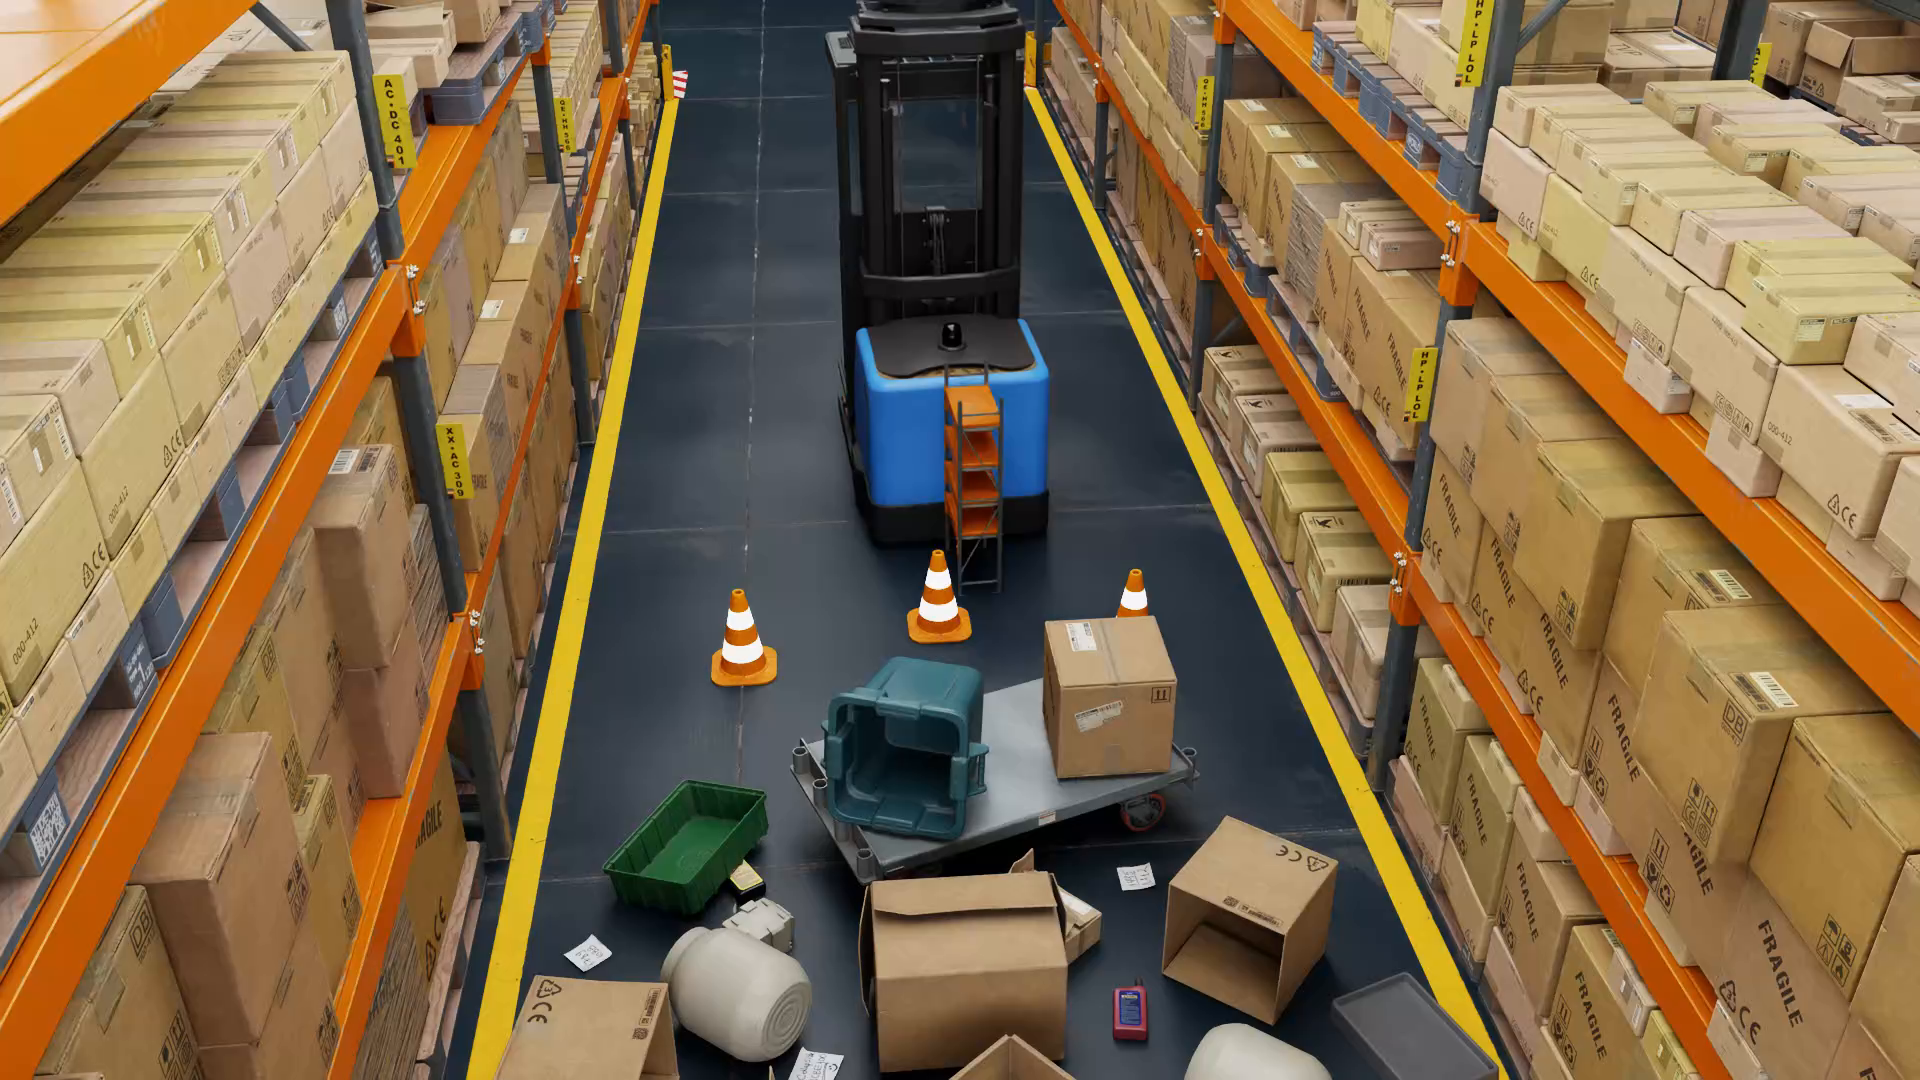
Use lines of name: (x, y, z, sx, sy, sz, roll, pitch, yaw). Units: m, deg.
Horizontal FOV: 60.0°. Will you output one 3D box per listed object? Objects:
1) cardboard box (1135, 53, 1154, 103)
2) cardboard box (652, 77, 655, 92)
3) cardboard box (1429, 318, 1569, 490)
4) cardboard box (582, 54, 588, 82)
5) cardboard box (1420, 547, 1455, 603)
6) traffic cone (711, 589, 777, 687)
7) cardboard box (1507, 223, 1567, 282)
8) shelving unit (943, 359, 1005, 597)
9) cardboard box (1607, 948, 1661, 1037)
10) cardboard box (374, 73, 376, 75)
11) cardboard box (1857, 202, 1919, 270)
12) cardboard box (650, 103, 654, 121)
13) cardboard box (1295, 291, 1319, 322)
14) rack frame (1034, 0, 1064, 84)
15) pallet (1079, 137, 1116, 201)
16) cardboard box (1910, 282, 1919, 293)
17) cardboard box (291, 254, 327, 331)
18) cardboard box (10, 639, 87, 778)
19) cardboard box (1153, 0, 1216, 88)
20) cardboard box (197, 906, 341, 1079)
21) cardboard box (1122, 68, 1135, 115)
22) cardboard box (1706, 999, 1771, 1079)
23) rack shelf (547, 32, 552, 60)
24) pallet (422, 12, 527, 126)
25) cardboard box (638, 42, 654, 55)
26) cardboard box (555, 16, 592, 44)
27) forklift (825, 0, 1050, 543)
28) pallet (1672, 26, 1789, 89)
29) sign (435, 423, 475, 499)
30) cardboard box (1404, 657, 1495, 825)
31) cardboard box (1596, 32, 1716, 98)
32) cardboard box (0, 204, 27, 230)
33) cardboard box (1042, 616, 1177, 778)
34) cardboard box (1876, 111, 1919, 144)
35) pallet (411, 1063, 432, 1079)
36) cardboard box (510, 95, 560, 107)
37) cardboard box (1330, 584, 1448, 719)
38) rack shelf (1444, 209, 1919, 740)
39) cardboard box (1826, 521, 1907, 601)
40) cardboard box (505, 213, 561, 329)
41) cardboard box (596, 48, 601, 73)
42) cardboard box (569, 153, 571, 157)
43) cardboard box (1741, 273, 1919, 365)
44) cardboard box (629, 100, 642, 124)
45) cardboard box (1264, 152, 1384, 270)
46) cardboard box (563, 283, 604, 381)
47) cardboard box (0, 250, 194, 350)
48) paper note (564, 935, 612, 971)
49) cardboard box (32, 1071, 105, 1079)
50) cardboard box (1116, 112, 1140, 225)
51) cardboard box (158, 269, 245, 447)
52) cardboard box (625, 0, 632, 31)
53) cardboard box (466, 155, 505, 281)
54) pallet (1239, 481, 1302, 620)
cardboard box: (1.580, -3.373, 12.131, 0.500, 0.250, 0.500, -4, 31, -6)
cardboard box: (-3.236, -4.559, 16.539, 0.380, 0.149, 0.250, -4, 31, -7)
cardboard box: (2.245, -0.523, 6.338, 0.700, 0.500, 0.500, -3, 31, -5)
cardboard box: (-2.914, -3.427, 12.108, 0.380, 0.149, 0.250, -4, 31, -7)
cardboard box: (2.130, 0.126, 6.860, 0.380, 0.149, 0.250, -3, 31, -5)
traffic cone: (-1.121, 0.462, 8.525, 0.336, 0.463, 0.334, -3, 31, -5)
cardboard box: (2.171, -1.031, 5.871, 0.380, 0.149, 0.250, -3, 31, -5)
shelving unit: (0.072, -0.334, 9.140, 0.258, 1.200, 0.503, -4, 31, -7)
cardboard box: (2.315, 1.440, 5.323, 0.380, 0.149, 0.250, -1, 31, -2)
cardboard box: (-2.307, -1.643, 6.275, 0.258, 0.266, 0.396, -3, 31, -5)
cardboard box: (2.855, -0.870, 4.824, 0.380, 0.149, 0.250, -2, 31, -4)
cardboard box: (-3.177, -4.176, 16.187, 0.380, 0.149, 0.250, -4, 31, -7)
cardboard box: (1.994, -1.271, 8.788, 0.380, 0.149, 0.250, -2, 31, -3)
rack frame: (1.299, -6.285, 17.347, 1.000, 3.000, 0.127, -3, 31, -5)
pallet: (1.679, -3.438, 15.300, 1.003, 0.211, 1.213, -3, 31, -5)
cardboard box: (2.873, -0.520, 4.626, 0.500, 0.250, 0.500, -2, 31, -4)
cardboard box: (-2.073, -0.711, 4.828, 0.380, 0.149, 0.250, -3, 31, -4)
cardboard box: (-1.885, 0.321, 3.100, 0.380, 0.149, 0.250, -3, 31, -4)
cardboard box: (1.642, -3.440, 11.511, 0.500, 0.500, 0.500, -3, 31, -5)
cardboard box: (-2.205, 1.349, 4.420, 0.875, 0.550, 0.550, -3, 31, -5)
cardboard box: (1.533, -3.415, 12.688, 0.500, 0.250, 0.500, -3, 31, -5)
cardboard box: (2.355, 1.425, 4.684, 0.380, 0.149, 0.250, -2, 31, -4)
rack shelf: (-3.059, -3.912, 11.151, 1.077, 0.370, 4.000, -3, 31, -5)
pallet: (-2.652, -2.222, 7.803, 1.003, 0.211, 1.213, -1, 31, -2)
cardboard box: (-3.318, -4.950, 16.903, 0.380, 0.149, 0.250, -2, 31, -4)
cardboard box: (-2.966, -3.817, 12.471, 0.380, 0.149, 0.250, -4, 31, -6)
forklift: (-0.212, -1.979, 10.204, 1.130, 2.935, 3.031, -4, 31, -7)
pallet: (6.580, -3.987, 13.687, 1.003, 0.211, 1.213, -3, 31, -5)
sign: (-1.946, -0.303, 6.410, 0.100, 0.325, 0.005, -3, 31, -5)
cardboard box: (2.206, 0.834, 6.969, 0.500, 0.500, 0.500, -1, 31, -2)
cardboard box: (2.765, -1.880, 6.783, 0.500, 0.250, 0.500, -4, 31, -6)
cardboard box: (-2.706, -0.893, 4.355, 0.380, 0.149, 0.250, -2, 31, -4)
cardboard box: (0.651, 0.690, 7.369, 0.500, 0.500, 0.500, -3, 31, -5)
cardboard box: (6.545, -2.830, 11.398, 0.380, 0.149, 0.250, -2, 31, -4)
pallet: (-2.389, 2.344, 5.620, 1.003, 0.211, 1.213, -3, 31, -5)
cardboard box: (-2.769, -2.748, 10.680, 0.380, 0.149, 0.250, -3, 31, -5)
cardboard box: (2.369, 0.522, 8.105, 0.950, 0.372, 0.625, -2, 31, -4)
rack shelf: (2.607, -0.116, 4.796, 1.077, 0.370, 4.000, -3, 31, -5)
cardboard box: (2.407, 0.015, 4.120, 0.380, 0.149, 0.250, -3, 31, -5)
cardboard box: (-2.518, -1.483, 9.210, 0.500, 0.500, 0.500, -3, 31, -5)
cardboard box: (-2.987, -3.701, 12.856, 0.380, 0.149, 0.250, -3, 31, -4)
cardboard box: (-2.791, -2.635, 11.072, 0.380, 0.149, 0.250, -1, 31, -2)
cardboard box: (2.292, -0.578, 4.335, 0.380, 0.149, 0.250, -2, 31, -3)
cardboard box: (-3.101, -3.888, 15.124, 0.380, 0.149, 0.250, -2, 31, -4)
cardboard box: (1.970, -1.774, 8.998, 0.500, 0.500, 0.500, -2, 31, -4)
cardboard box: (-2.685, -1.392, 11.184, 0.500, 0.500, 0.500, -4, 31, -7)
cardboard box: (-1.981, -0.538, 3.761, 0.380, 0.149, 0.250, -2, 31, -4)
paper note: (-1.534, 1.705, 6.866, 0.142, 0.020, 0.147, 27, 40, 37)
cardboard box: (-2.121, 1.453, 3.193, 0.875, 0.550, 0.550, -3, 31, -5)
cardboard box: (1.810, -3.198, 13.842, 0.875, 0.875, 0.875, -2, 31, -3)
cardboard box: (-2.057, -0.433, 3.975, 0.500, 0.250, 0.500, -3, 31, -5)
cardboard box: (-3.095, -4.642, 14.209, 0.500, 0.500, 0.500, -3, 31, -5)
cardboard box: (-2.742, -1.635, 8.489, 0.700, 0.500, 0.500, -3, 31, -5)
pallet: (2.229, 0.017, 9.516, 1.003, 0.211, 1.213, -3, 31, -5)
